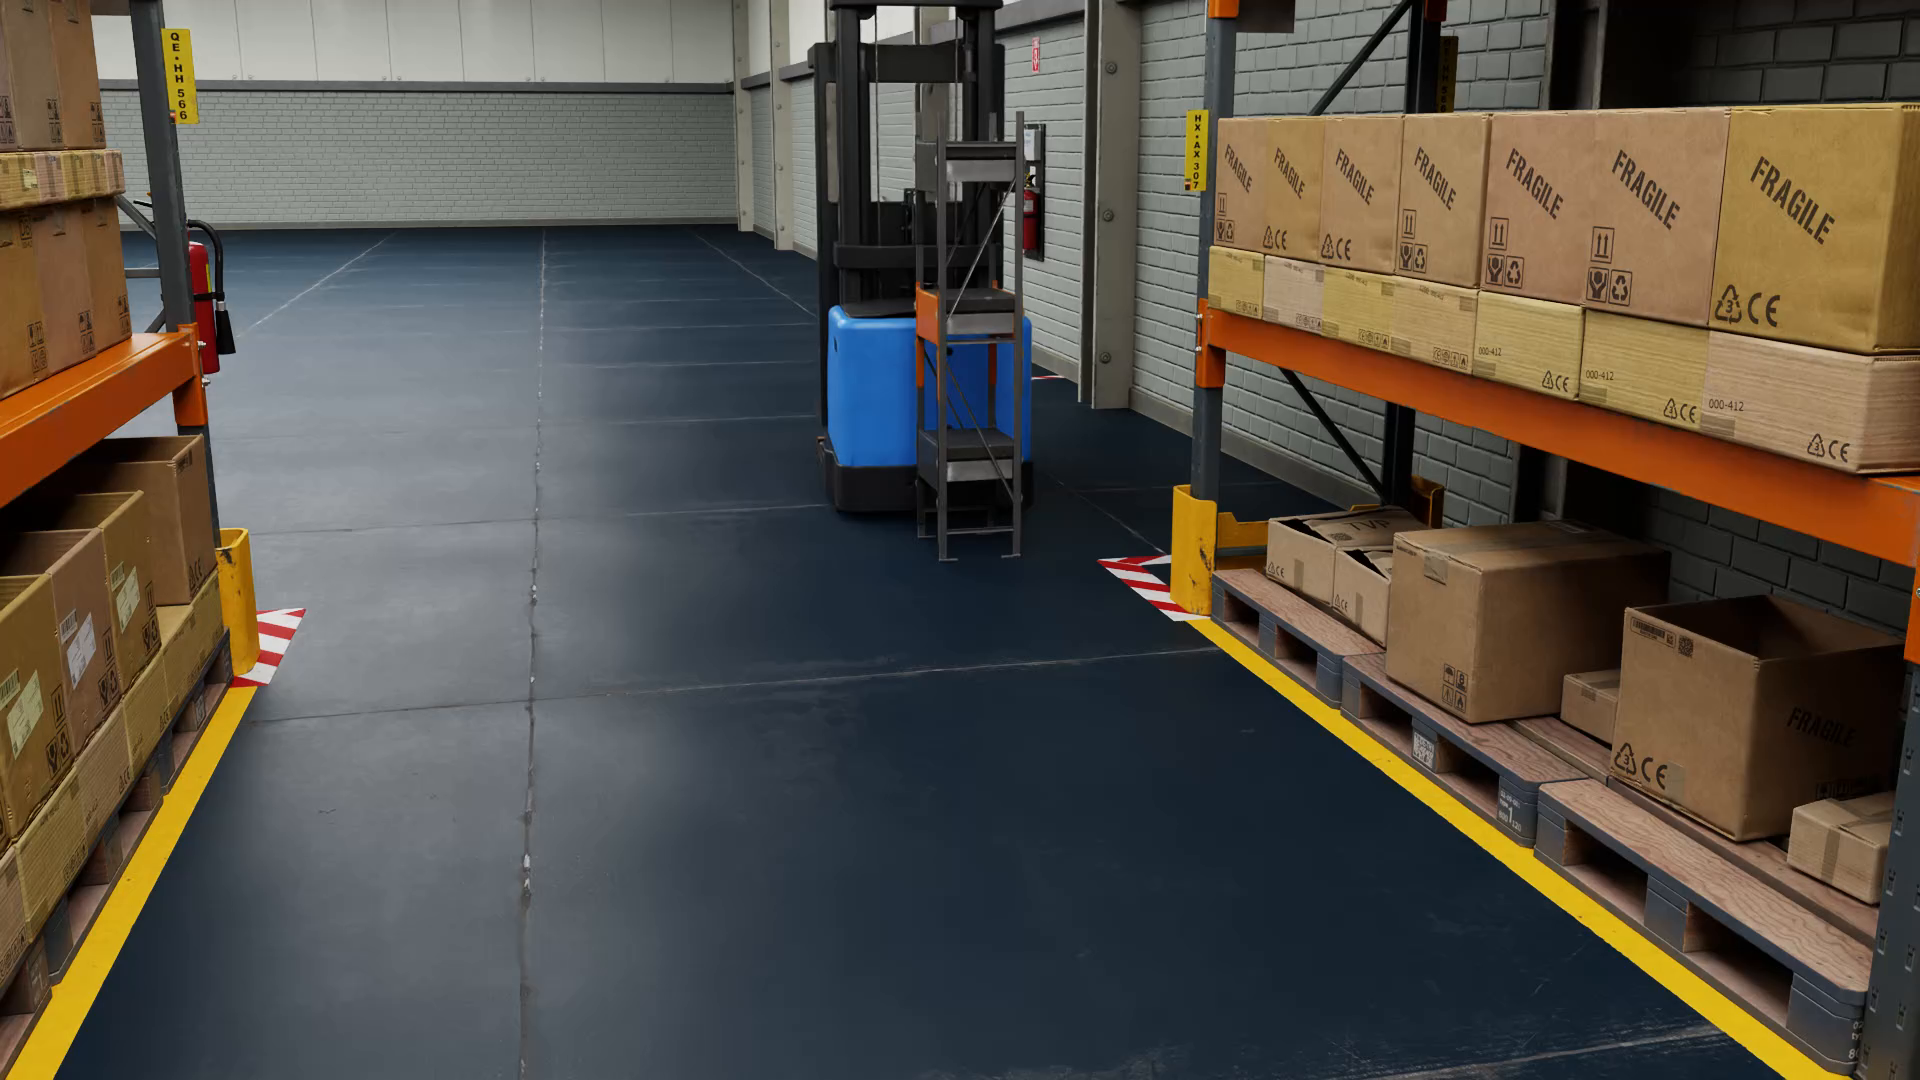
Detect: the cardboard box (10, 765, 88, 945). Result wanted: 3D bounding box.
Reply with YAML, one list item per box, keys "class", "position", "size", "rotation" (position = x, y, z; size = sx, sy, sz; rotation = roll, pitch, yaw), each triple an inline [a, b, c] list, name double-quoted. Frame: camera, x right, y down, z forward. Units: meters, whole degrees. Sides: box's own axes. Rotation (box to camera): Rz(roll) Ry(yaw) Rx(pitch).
- class: "cardboard box"
  position: [-2.406, 0.756, 3.920]
  size: [0.500, 0.250, 0.500]
  rotation: [-3, 14, -13]

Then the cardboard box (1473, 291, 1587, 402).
- class: "cardboard box"
  position: [1.800, -0.557, 4.661]
  size: [0.500, 0.250, 0.500]
  rotation: [-3, 14, -13]

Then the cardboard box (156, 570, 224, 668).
- class: "cardboard box"
  position: [-2.893, 0.296, 5.805]
  size: [0.500, 0.250, 0.500]
  rotation: [-3, 14, -13]

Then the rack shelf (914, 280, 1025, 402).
- class: "rack shelf"
  position: [0.039, -0.969, 8.025]
  size: [0.431, 0.518, 0.480]
  rotation: [-3, 14, -13]

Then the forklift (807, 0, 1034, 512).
- class: "forklift"
  position: [-0.323, -1.871, 9.908]
  size: [1.130, 2.935, 3.031]
  rotation: [-2, 14, -8]

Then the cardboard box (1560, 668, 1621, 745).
- class: "cardboard box"
  position: [2.091, 0.504, 5.125]
  size: [0.380, 0.149, 0.250]
  rotation: [-4, 14, -18]

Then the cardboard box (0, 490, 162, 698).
- class: "cardboard box"
  position: [-2.642, 0.161, 4.775]
  size: [0.500, 0.500, 0.500]
  rotation: [-3, 14, -13]

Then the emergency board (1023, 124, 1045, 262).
- class: "emergency board"
  position: [0.561, -3.063, 14.645]
  size: [0.194, 1.169, 0.643]
  rotation: [-3, 14, -13]

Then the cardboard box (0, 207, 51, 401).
- class: "cardboard box"
  position: [-2.970, -0.648, 4.547]
  size: [0.700, 0.500, 0.500]
  rotation: [-3, 14, -13]

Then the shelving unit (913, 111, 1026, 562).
- class: "shelving unit"
  position: [0.039, -0.982, 8.022]
  size: [0.431, 2.100, 0.503]
  rotation: [-3, 14, -13]

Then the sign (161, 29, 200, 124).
- class: "sign"
  position: [-2.775, -1.648, 5.912]
  size: [0.100, 0.325, 0.005]
  rotation: [-3, 14, -13]

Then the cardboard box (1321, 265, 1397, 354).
- class: "cardboard box"
  position: [1.564, -0.790, 5.614]
  size: [0.500, 0.250, 0.500]
  rotation: [-4, 14, -14]

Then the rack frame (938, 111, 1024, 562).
- class: "rack frame"
  position: [0.096, -0.926, 7.791]
  size: [0.400, 2.100, 0.015]
  rotation: [-3, 14, -13]

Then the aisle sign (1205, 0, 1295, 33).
- class: "aisle sign"
  position: [1.200, -2.483, 6.792]
  size: [0.394, 0.787, 0.004]
  rotation: [-3, 14, -13]

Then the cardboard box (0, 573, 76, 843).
- class: "cardboard box"
  position: [-2.406, 0.392, 3.831]
  size: [0.500, 0.500, 0.500]
  rotation: [-3, 14, -13]

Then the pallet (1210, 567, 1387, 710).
- class: "pallet"
  position: [1.682, 0.341, 6.585]
  size: [1.003, 0.211, 1.213]
  rotation: [-3, 14, -13]

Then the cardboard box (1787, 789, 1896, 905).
- class: "cardboard box"
  position: [2.293, 0.744, 4.106]
  size: [0.380, 0.166, 0.250]
  rotation: [-5, 15, -21]

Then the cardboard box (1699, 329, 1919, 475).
- class: "cardboard box"
  position: [2.042, -0.327, 3.717]
  size: [0.500, 0.250, 0.500]
  rotation: [-3, 14, -13]

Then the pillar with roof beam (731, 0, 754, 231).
- class: "pillar with roof beam"
  position: [-8.717, -10.702, 33.271]
  size: [9.100, 9.000, 0.400]
  rotation: [-3, 14, -13]

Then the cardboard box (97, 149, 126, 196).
- class: "cardboard box"
  position: [-3.031, -1.229, 5.561]
  size: [0.380, 0.149, 0.250]
  rotation: [-4, 14, -14]

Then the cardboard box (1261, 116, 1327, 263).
- class: "cardboard box"
  position: [1.434, -1.280, 6.039]
  size: [0.500, 0.500, 0.500]
  rotation: [-3, 14, -13]

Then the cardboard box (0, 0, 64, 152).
- class: "cardboard box"
  position: [-3.068, -1.380, 4.812]
  size: [0.700, 0.500, 0.500]
  rotation: [-4, 14, -15]

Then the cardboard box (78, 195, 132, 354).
- class: "cardboard box"
  position: [-3.209, -0.883, 5.512]
  size: [0.700, 0.500, 0.500]
  rotation: [-3, 14, -13]

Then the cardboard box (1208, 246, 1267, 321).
- class: "cardboard box"
  position: [1.314, -1.027, 6.583]
  size: [0.500, 0.250, 0.500]
  rotation: [-4, 14, -15]

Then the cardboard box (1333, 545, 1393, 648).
- class: "cardboard box"
  position: [1.717, 0.168, 6.156]
  size: [0.500, 0.311, 0.500]
  rotation: [-2, 14, -9]

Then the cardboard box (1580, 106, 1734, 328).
- class: "cardboard box"
  position: [1.913, -0.805, 4.096]
  size: [0.500, 0.500, 0.500]
  rotation: [-3, 14, -14]

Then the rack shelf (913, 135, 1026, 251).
- class: "rack shelf"
  position: [0.039, -1.649, 7.859]
  size: [0.431, 0.518, 0.480]
  rotation: [-3, 14, -13]

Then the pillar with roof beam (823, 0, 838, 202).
- class: "pillar with roof beam"
  position: [-5.899, -7.934, 21.940]
  size: [9.100, 9.000, 0.400]
  rotation: [-3, 14, -13]

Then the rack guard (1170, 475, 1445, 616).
- class: "rack guard"
  position: [1.526, 0.012, 7.326]
  size: [1.175, 0.500, 0.348]
  rotation: [-3, 14, -13]

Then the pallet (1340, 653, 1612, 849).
- class: "pallet"
  position: [1.965, 0.622, 5.435]
  size: [1.003, 0.211, 1.213]
  rotation: [-3, 14, -13]

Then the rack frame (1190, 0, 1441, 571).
- class: "rack frame"
  position: [1.508, -1.220, 7.101]
  size: [1.000, 3.000, 0.127]
  rotation: [-3, 14, -13]

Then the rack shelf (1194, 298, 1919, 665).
- class: "rack shelf"
  position: [1.978, -0.409, 5.298]
  size: [1.077, 0.370, 4.000]
  rotation: [-3, 14, -13]

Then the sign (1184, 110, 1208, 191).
- class: "sign"
  position: [0.981, -1.610, 6.874]
  size: [0.100, 0.325, 0.005]
  rotation: [-3, 14, -13]

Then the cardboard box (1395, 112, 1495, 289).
- class: "cardboard box"
  position: [1.683, -1.042, 5.065]
  size: [0.500, 0.500, 0.500]
  rotation: [-3, 14, -11]

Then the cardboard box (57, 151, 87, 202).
- class: "cardboard box"
  position: [-2.908, -1.110, 5.073]
  size: [0.380, 0.149, 0.250]
  rotation: [-3, 14, -14]

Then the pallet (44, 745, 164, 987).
- class: "pallet"
  position: [-2.803, 0.866, 4.436]
  size: [1.003, 0.211, 1.213]
  rotation: [-3, 14, -13]

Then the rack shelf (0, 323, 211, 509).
- class: "rack shelf"
  position: [-2.836, -0.132, 4.164]
  size: [1.077, 0.370, 4.000]
  rotation: [-3, 14, -13]

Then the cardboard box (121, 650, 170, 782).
- class: "cardboard box"
  position: [-2.645, 0.526, 4.864]
  size: [0.500, 0.250, 0.500]
  rotation: [-3, 14, -13]

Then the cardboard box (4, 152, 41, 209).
- class: "cardboard box"
  position: [-2.789, -0.991, 4.587]
  size: [0.380, 0.149, 0.250]
  rotation: [-3, 14, -11]

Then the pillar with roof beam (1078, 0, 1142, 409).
- class: "pillar with roof beam"
  position: [-3.080, -5.165, 10.609]
  size: [9.100, 9.000, 0.400]
  rotation: [-3, 14, -13]
